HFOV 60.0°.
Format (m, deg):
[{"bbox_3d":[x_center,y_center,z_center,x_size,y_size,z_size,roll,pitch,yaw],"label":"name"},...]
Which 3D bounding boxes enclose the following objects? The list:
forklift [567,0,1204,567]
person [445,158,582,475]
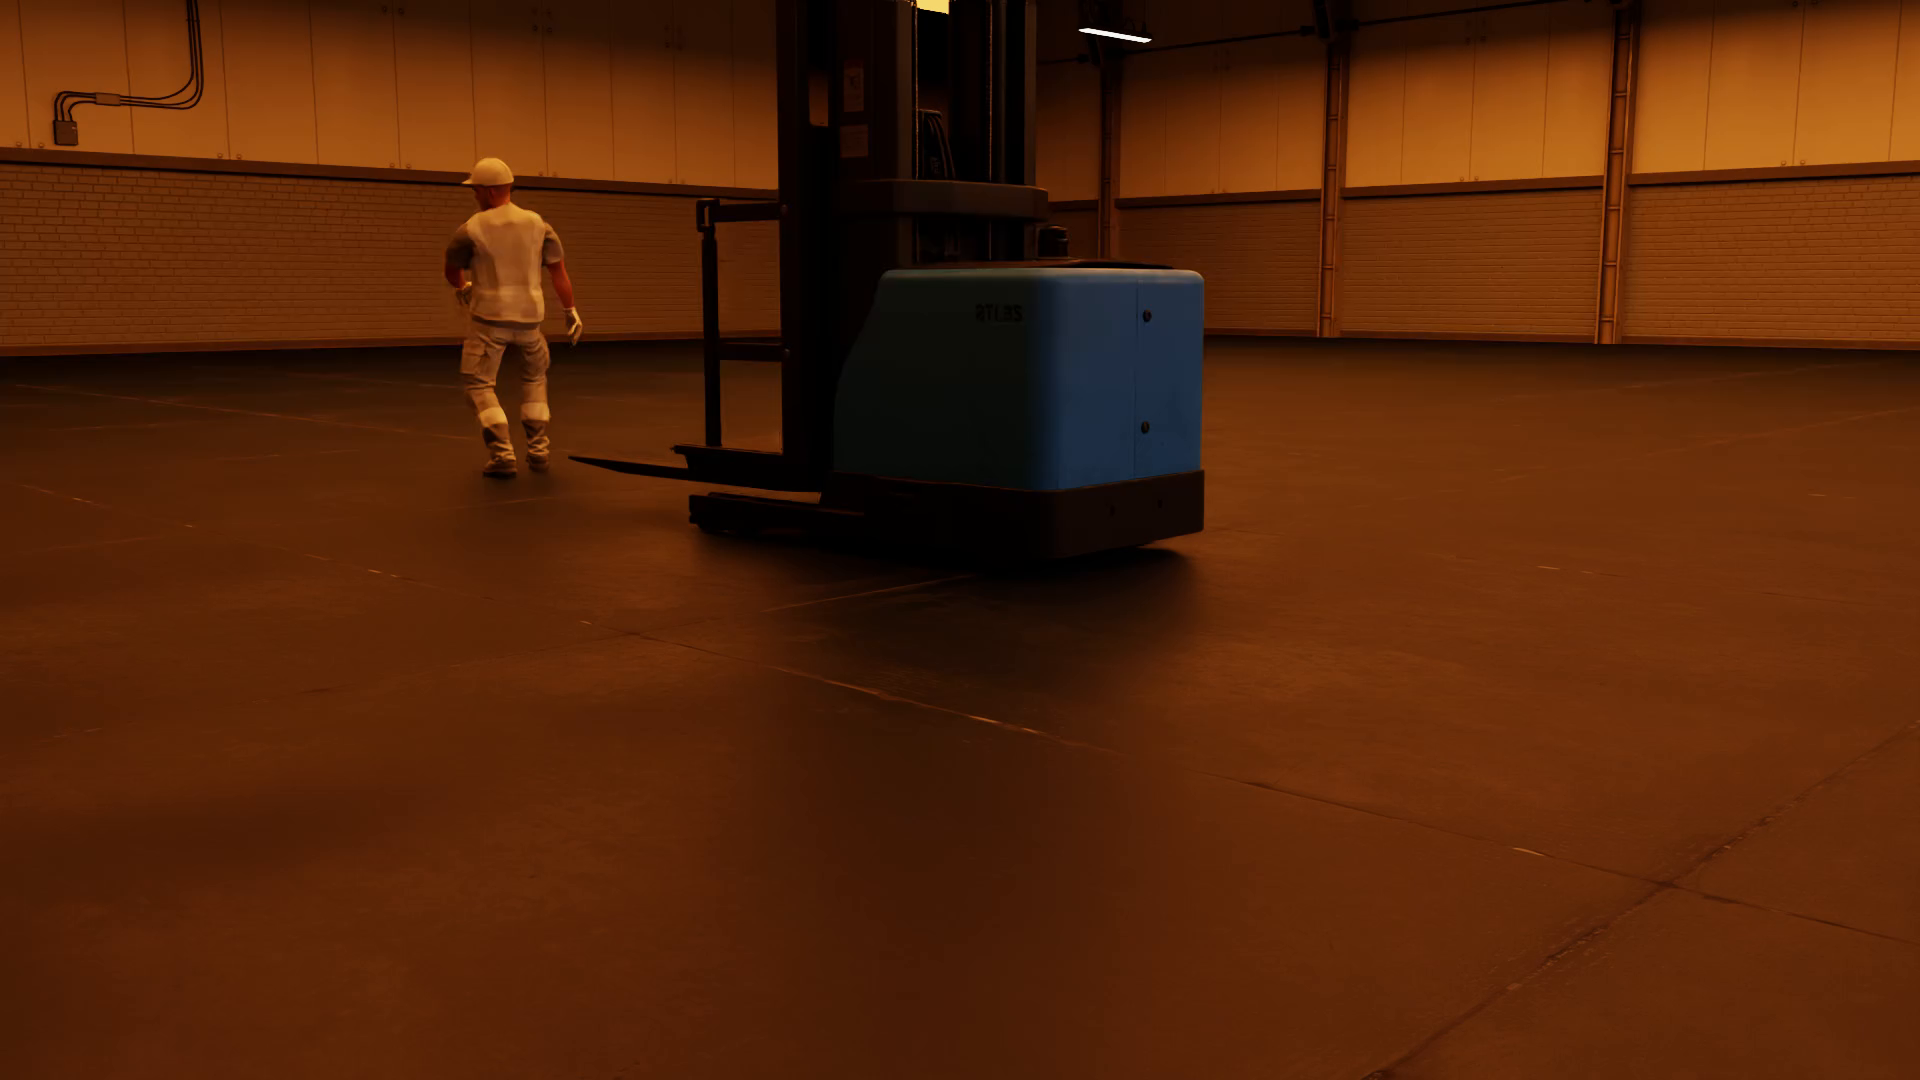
[{"bbox_3d":[-0.493,-1.510,6.902,3.031,2.935,1.130,7,11,41],"label":"forklift"},{"bbox_3d":[-2.477,-1.234,9.232,0.722,1.706,0.815,-7,11,-39],"label":"person"}]
